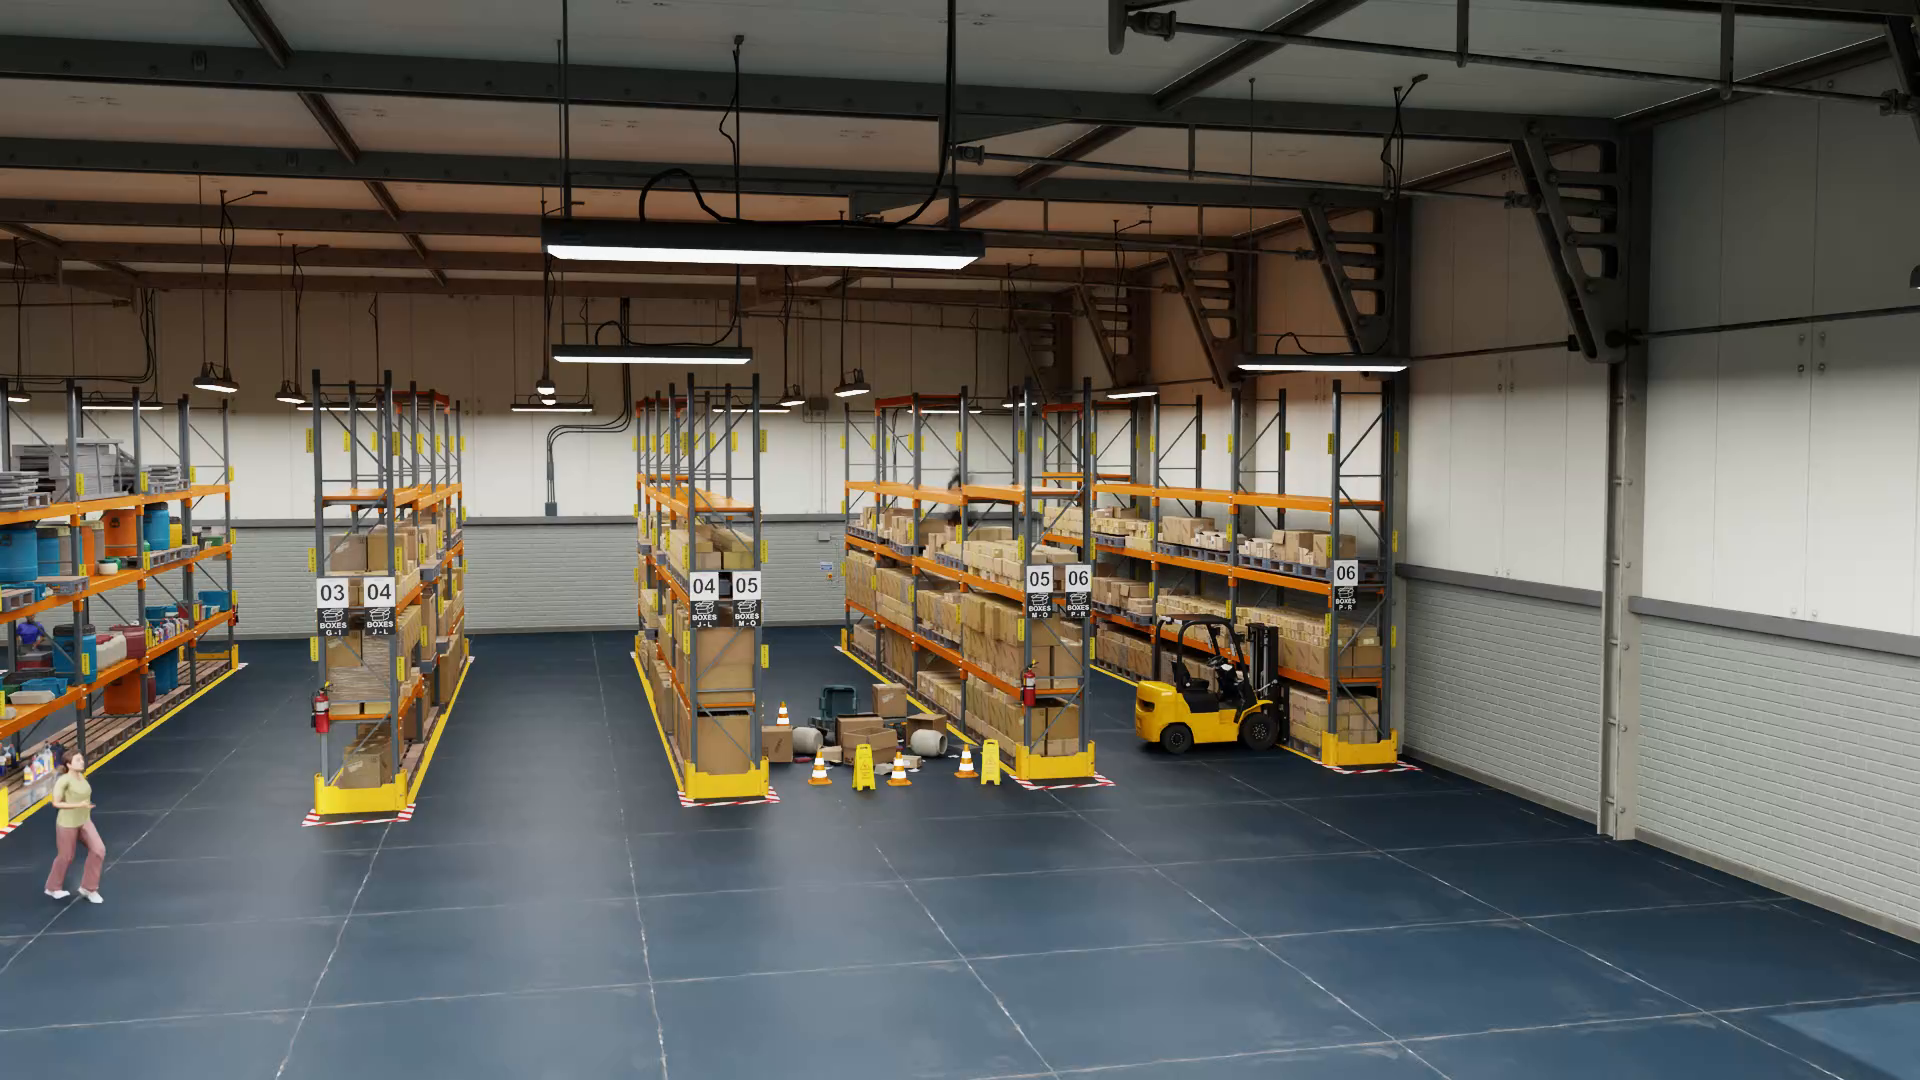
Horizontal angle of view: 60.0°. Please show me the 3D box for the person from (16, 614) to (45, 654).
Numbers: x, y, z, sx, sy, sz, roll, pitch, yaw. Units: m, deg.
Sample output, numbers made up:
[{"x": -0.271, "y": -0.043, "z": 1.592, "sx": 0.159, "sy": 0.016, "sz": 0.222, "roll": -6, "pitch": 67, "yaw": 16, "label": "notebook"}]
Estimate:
[{"x": -18.973, "y": 2.245, "z": 33.905, "sx": 0.562, "sy": 1.610, "sz": 0.589, "roll": -2, "pitch": 4, "yaw": -25, "label": "person"}]

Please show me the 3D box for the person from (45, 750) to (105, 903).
[{"x": -9.667, "y": 3.145, "z": 18.091, "sx": 0.723, "sy": 1.696, "sz": 0.561, "roll": 1, "pitch": 3, "yaw": 14, "label": "person"}]
